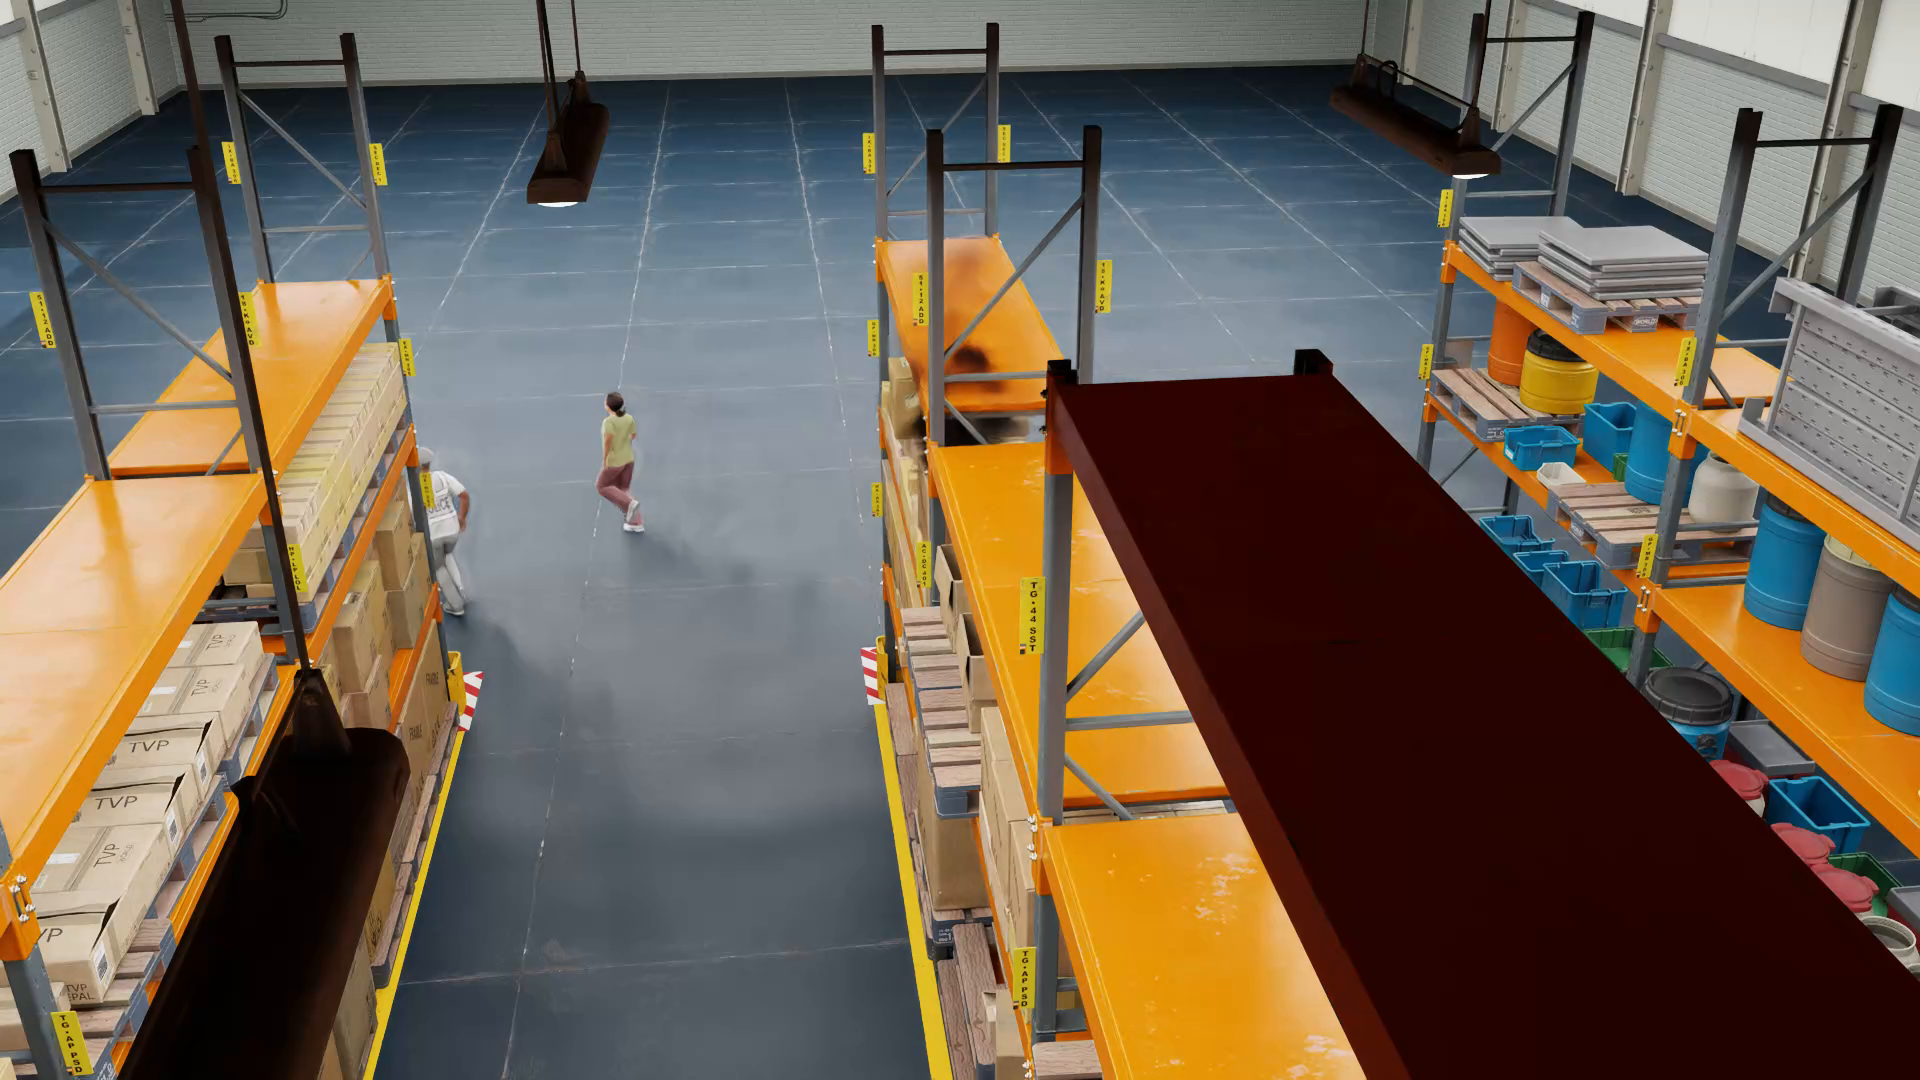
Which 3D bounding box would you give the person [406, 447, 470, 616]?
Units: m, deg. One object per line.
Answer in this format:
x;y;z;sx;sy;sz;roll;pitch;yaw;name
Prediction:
-5.299;-0.093;16.730;0.685;1.736;0.697;-22;33;-39;person

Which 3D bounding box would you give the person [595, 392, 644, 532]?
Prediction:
-3.808;-0.853;18.438;0.598;1.623;0.595;17;30;31;person
